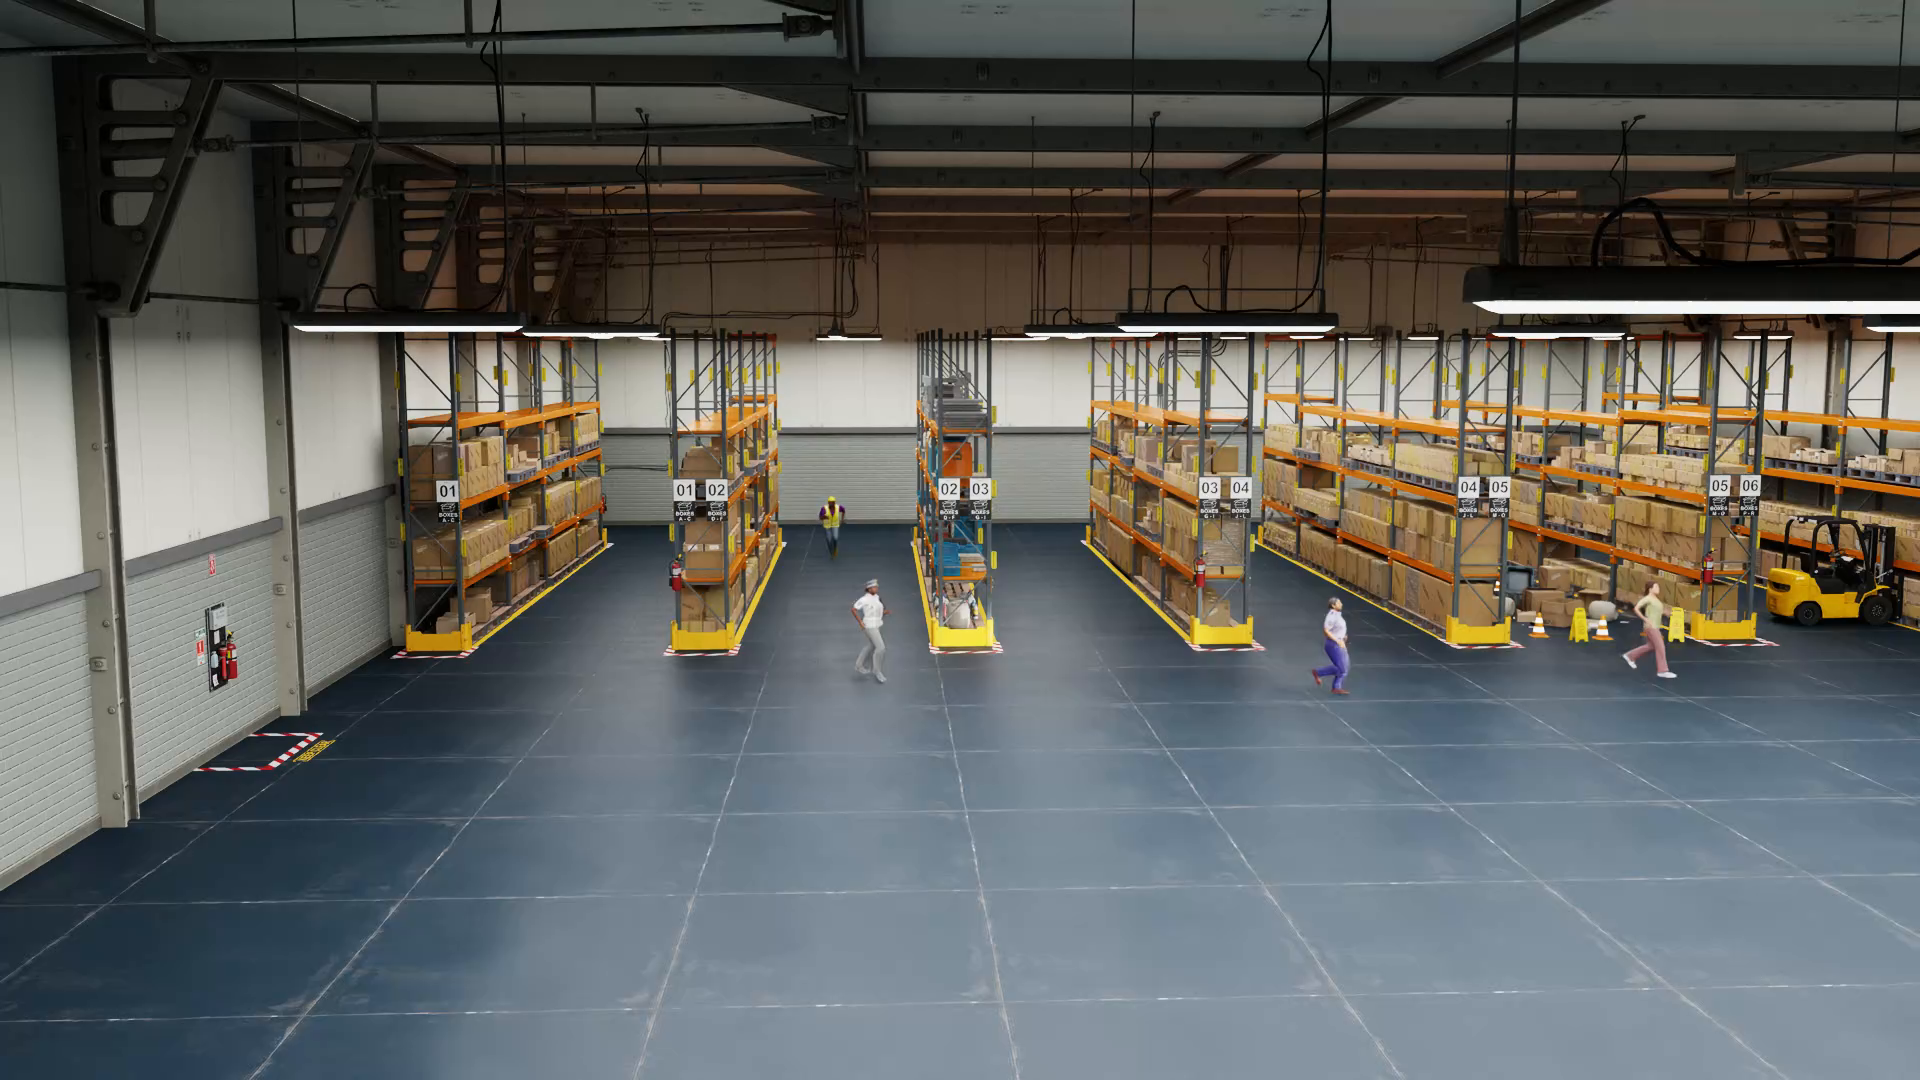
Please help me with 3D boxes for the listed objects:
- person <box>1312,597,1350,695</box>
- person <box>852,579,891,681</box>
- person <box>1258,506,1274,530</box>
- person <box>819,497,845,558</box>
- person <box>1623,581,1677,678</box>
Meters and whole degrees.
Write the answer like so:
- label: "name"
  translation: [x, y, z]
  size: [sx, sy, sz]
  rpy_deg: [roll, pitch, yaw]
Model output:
- label: "person"
  translation: [6.102, 1.729, 27.273]
  size: [0.607, 1.608, 0.608]
  rpy_deg: [3, 7, 21]
- label: "person"
  translation: [-1.511, 1.537, 28.495]
  size: [0.760, 1.760, 0.548]
  rpy_deg: [3, 7, 23]
- label: "person"
  translation: [9.038, -0.834, 48.763]
  size: [0.540, 1.612, 0.661]
  rpy_deg: [-1, 7, -11]
- label: "person"
  translation: [-3.380, -0.326, 44.041]
  size: [0.674, 1.677, 0.839]
  rpy_deg: [0, 7, -3]
- label: "person"
  translation: [11.913, 1.512, 28.671]
  size: [0.939, 1.645, 0.585]
  rpy_deg: [6, 9, 40]
